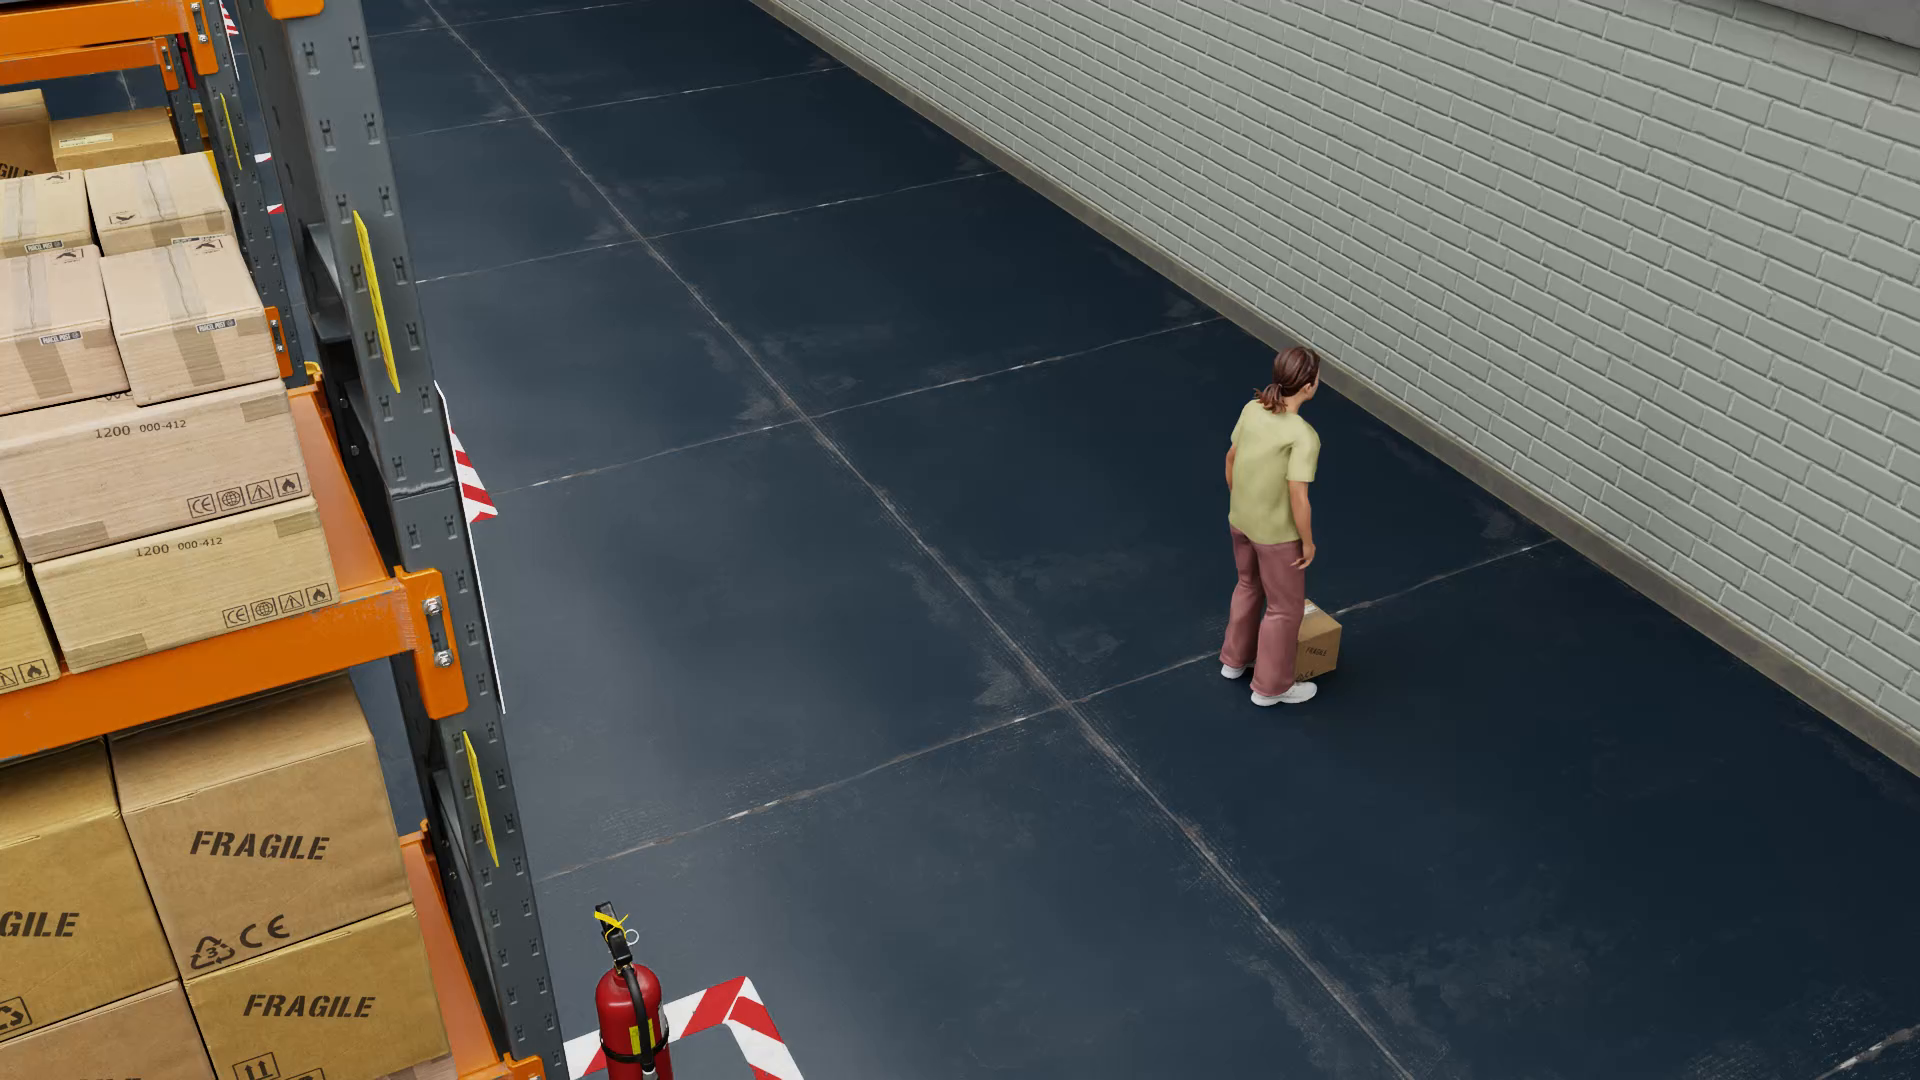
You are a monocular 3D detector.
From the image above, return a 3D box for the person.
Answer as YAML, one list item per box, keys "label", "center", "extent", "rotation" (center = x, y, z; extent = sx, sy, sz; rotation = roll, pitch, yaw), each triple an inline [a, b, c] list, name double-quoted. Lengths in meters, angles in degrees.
- label: "person"
  center: [1.365, -0.061, 7.236]
  extent: [0.363, 1.672, 0.521]
  rotation: [-18, 37, -26]
